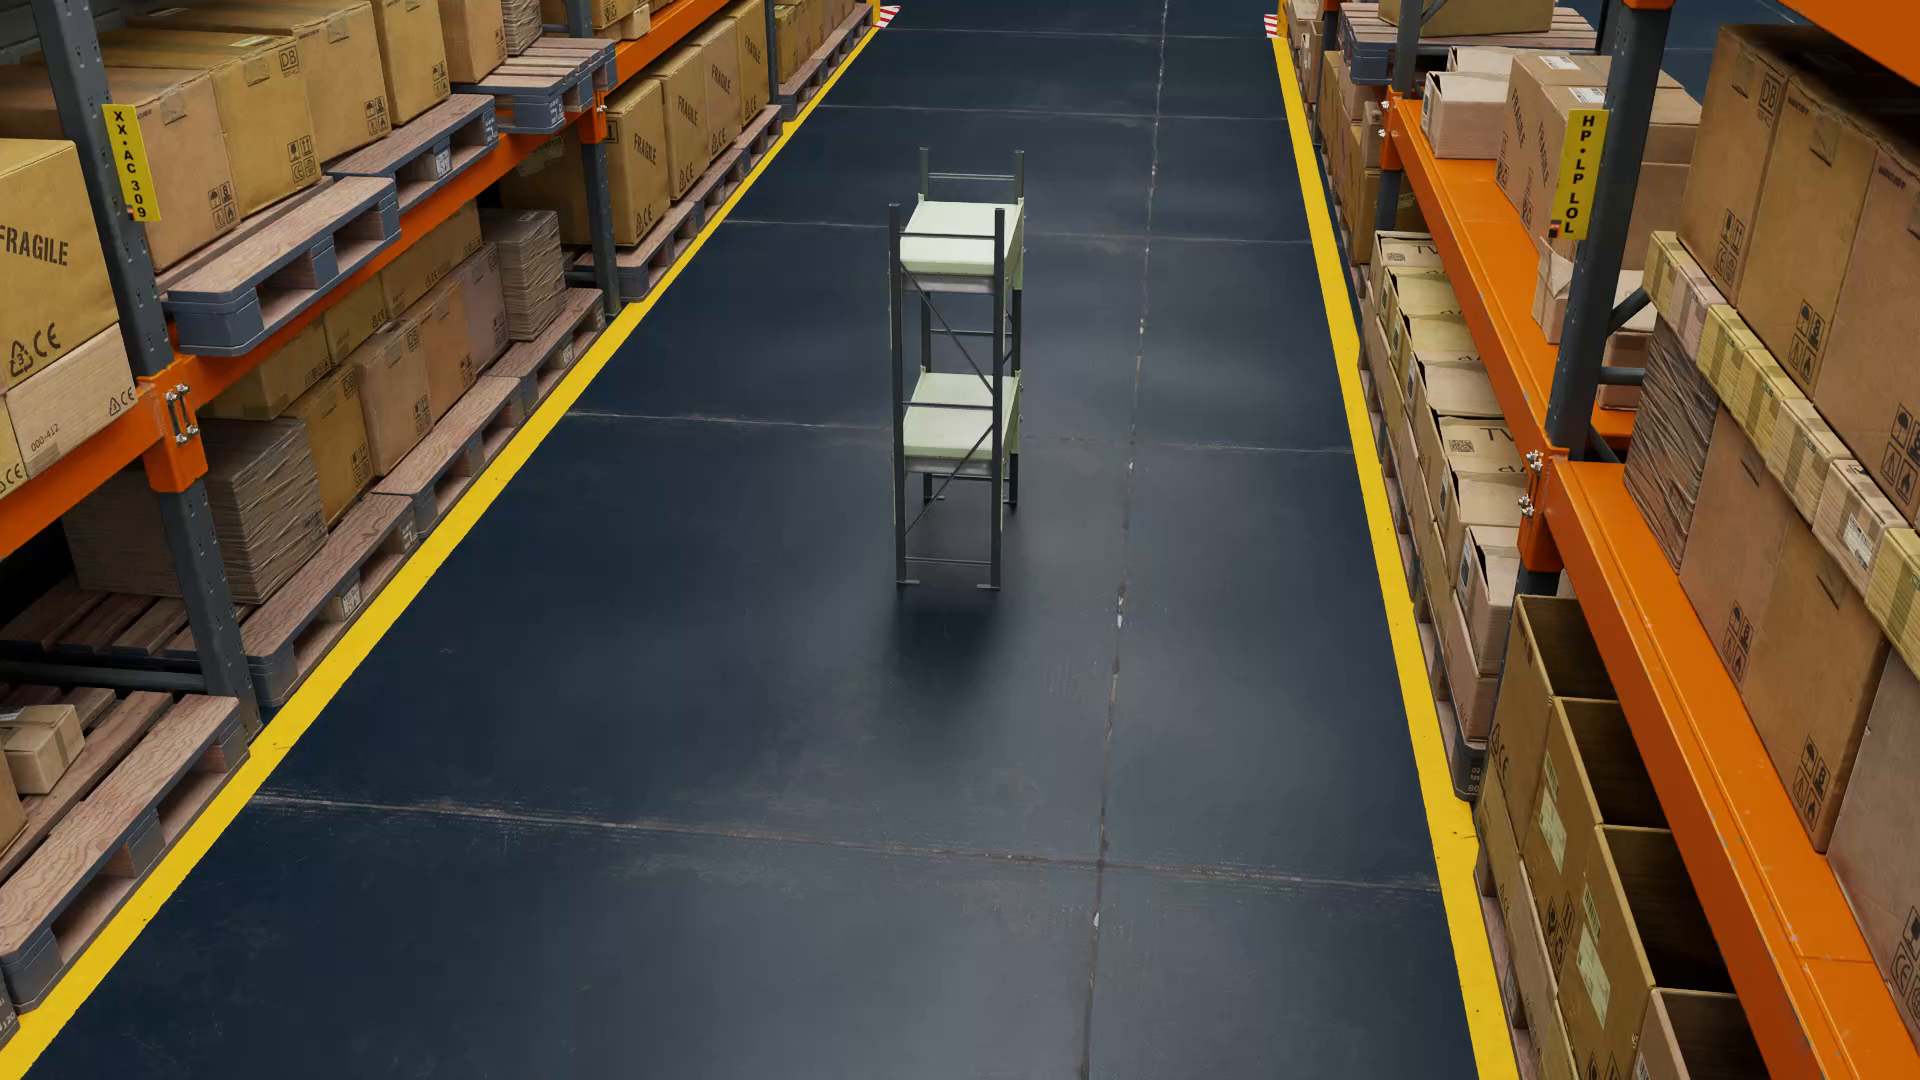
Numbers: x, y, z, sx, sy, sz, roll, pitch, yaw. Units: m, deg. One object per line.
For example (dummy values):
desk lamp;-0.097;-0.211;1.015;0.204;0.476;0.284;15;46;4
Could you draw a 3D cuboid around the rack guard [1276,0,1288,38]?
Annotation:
rack guard;3.539;-4.916;15.348;1.175;0.500;0.348;3;28;6

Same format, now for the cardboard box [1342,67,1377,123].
cardboard box;2.574;-2.672;9.929;0.500;0.250;0.500;3;28;5

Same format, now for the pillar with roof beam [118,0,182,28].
pillar with roof beam;0.906;-4.402;5.433;9.100;9.000;0.400;3;28;6

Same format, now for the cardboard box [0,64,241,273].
cardboard box;-2.743;-1.165;5.181;0.700;0.500;0.500;3;29;6

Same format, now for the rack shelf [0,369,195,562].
rack shelf;-3.084;0.568;3.291;1.077;0.370;4.000;3;28;6

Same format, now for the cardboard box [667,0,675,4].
cardboard box;-1.901;-3.335;10.021;0.380;0.149;0.250;4;29;6

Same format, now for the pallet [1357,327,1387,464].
pallet;2.429;-0.674;7.778;1.003;0.211;1.213;3;28;6

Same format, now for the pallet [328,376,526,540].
pallet;-2.598;-0.405;7.278;1.003;0.211;1.213;3;28;6

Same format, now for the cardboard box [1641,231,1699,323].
cardboard box;1.853;-0.618;3.945;0.380;0.149;0.250;3;28;6

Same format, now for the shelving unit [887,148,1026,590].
shelving unit;-0.001;-0.657;6.388;0.431;1.500;0.755;3;28;6

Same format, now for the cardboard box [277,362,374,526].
cardboard box;-2.752;-0.377;6.458;0.700;0.500;0.500;3;28;5

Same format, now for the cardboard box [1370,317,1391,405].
cardboard box;2.152;-0.795;7.519;0.500;0.250;0.500;3;28;5

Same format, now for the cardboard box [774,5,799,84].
cardboard box;-1.665;-3.886;12.993;0.700;0.500;0.500;4;29;7

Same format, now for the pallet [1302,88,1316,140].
pallet;3.143;-3.265;12.588;1.003;0.211;1.213;3;28;6

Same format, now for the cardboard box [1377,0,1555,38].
cardboard box;2.533;-2.818;8.271;0.700;0.500;0.500;-6;29;-11

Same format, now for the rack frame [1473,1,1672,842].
rack frame;2.078;-0.404;4.337;1.000;3.000;0.127;3;28;6

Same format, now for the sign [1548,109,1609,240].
sign;1.538;-0.905;4.131;0.100;0.325;0.005;3;28;6

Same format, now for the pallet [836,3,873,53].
pallet;-1.389;-4.730;15.307;1.003;0.211;1.213;3;28;6

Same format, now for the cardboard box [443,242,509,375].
cardboard box;-2.564;-1.088;7.779;0.700;0.500;0.500;3;28;6

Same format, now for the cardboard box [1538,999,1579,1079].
cardboard box;1.588;1.293;3.644;0.500;0.250;0.500;3;28;6

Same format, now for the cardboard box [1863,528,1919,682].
cardboard box;1.667;0.111;2.591;0.380;0.149;0.250;3;28;6

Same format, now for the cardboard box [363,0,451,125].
cardboard box;-2.527;-2.001;6.732;0.700;0.500;0.500;3;28;6

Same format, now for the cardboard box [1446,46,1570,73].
cardboard box;2.480;-2.079;7.540;0.500;0.311;0.500;5;29;9

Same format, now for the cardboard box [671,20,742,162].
cardboard box;-1.915;-2.962;10.909;0.750;0.750;0.750;4;29;8

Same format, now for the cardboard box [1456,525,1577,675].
cardboard box;1.843;0.168;5.141;0.500;0.311;0.500;3;28;6

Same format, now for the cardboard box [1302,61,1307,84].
cardboard box;2.833;-3.573;12.761;0.380;0.149;0.250;3;28;6

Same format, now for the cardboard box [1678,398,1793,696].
cardboard box;1.972;0.010;3.463;0.700;0.500;0.500;3;28;6

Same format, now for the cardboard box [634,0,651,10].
cardboard box;-1.962;-3.216;9.117;0.500;0.500;0.500;4;29;8

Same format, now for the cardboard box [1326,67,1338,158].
cardboard box;2.703;-2.797;10.951;0.500;0.500;0.500;4;29;7

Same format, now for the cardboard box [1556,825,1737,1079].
cardboard box;1.588;0.963;3.466;0.500;0.500;0.500;3;28;6

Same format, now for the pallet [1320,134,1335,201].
pallet;2.996;-2.557;11.273;1.003;0.211;1.213;3;28;6

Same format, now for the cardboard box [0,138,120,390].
cardboard box;-2.590;-0.722;4.274;0.500;0.500;0.500;3;28;6

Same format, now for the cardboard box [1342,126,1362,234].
cardboard box;2.514;-2.077;9.615;0.500;0.500;0.500;2;28;4

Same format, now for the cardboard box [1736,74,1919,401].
cardboard box;1.969;-0.572;3.175;0.700;0.500;0.500;3;28;6

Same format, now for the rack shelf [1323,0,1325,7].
rack shelf;3.303;-4.794;13.244;1.077;0.370;4.000;3;28;6

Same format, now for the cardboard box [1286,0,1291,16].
cardboard box;3.156;-4.814;15.064;0.380;0.149;0.250;3;28;6

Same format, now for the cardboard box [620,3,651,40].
cardboard box;-1.922;-2.851;9.122;0.380;0.149;0.250;4;29;8

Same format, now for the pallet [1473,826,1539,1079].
pallet;1.939;1.196;4.308;1.003;0.211;1.213;3;28;6

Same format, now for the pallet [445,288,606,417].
pallet;-2.446;-0.977;8.341;1.003;0.211;1.213;3;28;6

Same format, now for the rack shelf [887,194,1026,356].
rack shelf;-0.001;-1.001;6.203;0.431;0.370;0.720;3;28;6

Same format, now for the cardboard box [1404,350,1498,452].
cardboard box;2.029;-0.549;6.471;0.500;0.311;0.500;3;28;6

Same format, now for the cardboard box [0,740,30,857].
cardboard box;-2.926;0.708;4.445;0.500;0.500;0.500;1;28;2

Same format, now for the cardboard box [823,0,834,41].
cardboard box;-1.477;-4.615;14.347;0.700;0.500;0.500;2;28;5

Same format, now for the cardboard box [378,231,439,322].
cardboard box;-2.575;-1.147;7.097;0.500;0.250;0.500;3;28;6

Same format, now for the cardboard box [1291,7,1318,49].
cardboard box;3.078;-4.325;14.051;0.500;0.250;0.500;3;28;6

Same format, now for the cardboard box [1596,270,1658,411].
cardboard box;2.095;-0.572;4.807;0.500;0.250;0.500;5;29;9

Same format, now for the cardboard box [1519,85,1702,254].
cardboard box;2.314;-1.292;5.880;0.500;0.500;0.500;3;28;6

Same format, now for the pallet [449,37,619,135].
pallet;-2.330;-2.146;7.774;1.213;0.211;1.003;3;28;6

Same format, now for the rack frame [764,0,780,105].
rack frame;-1.859;-4.455;11.857;1.000;3.000;0.127;3;28;6

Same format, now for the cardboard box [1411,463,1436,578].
cardboard box;1.967;-0.069;6.171;0.500;0.250;0.500;4;29;7

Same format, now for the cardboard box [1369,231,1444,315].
cardboard box;2.213;-1.278;7.825;0.500;0.311;0.500;4;29;8

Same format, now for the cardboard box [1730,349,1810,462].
cardboard box;1.762;-0.255;3.271;0.380;0.149;0.250;3;28;6
